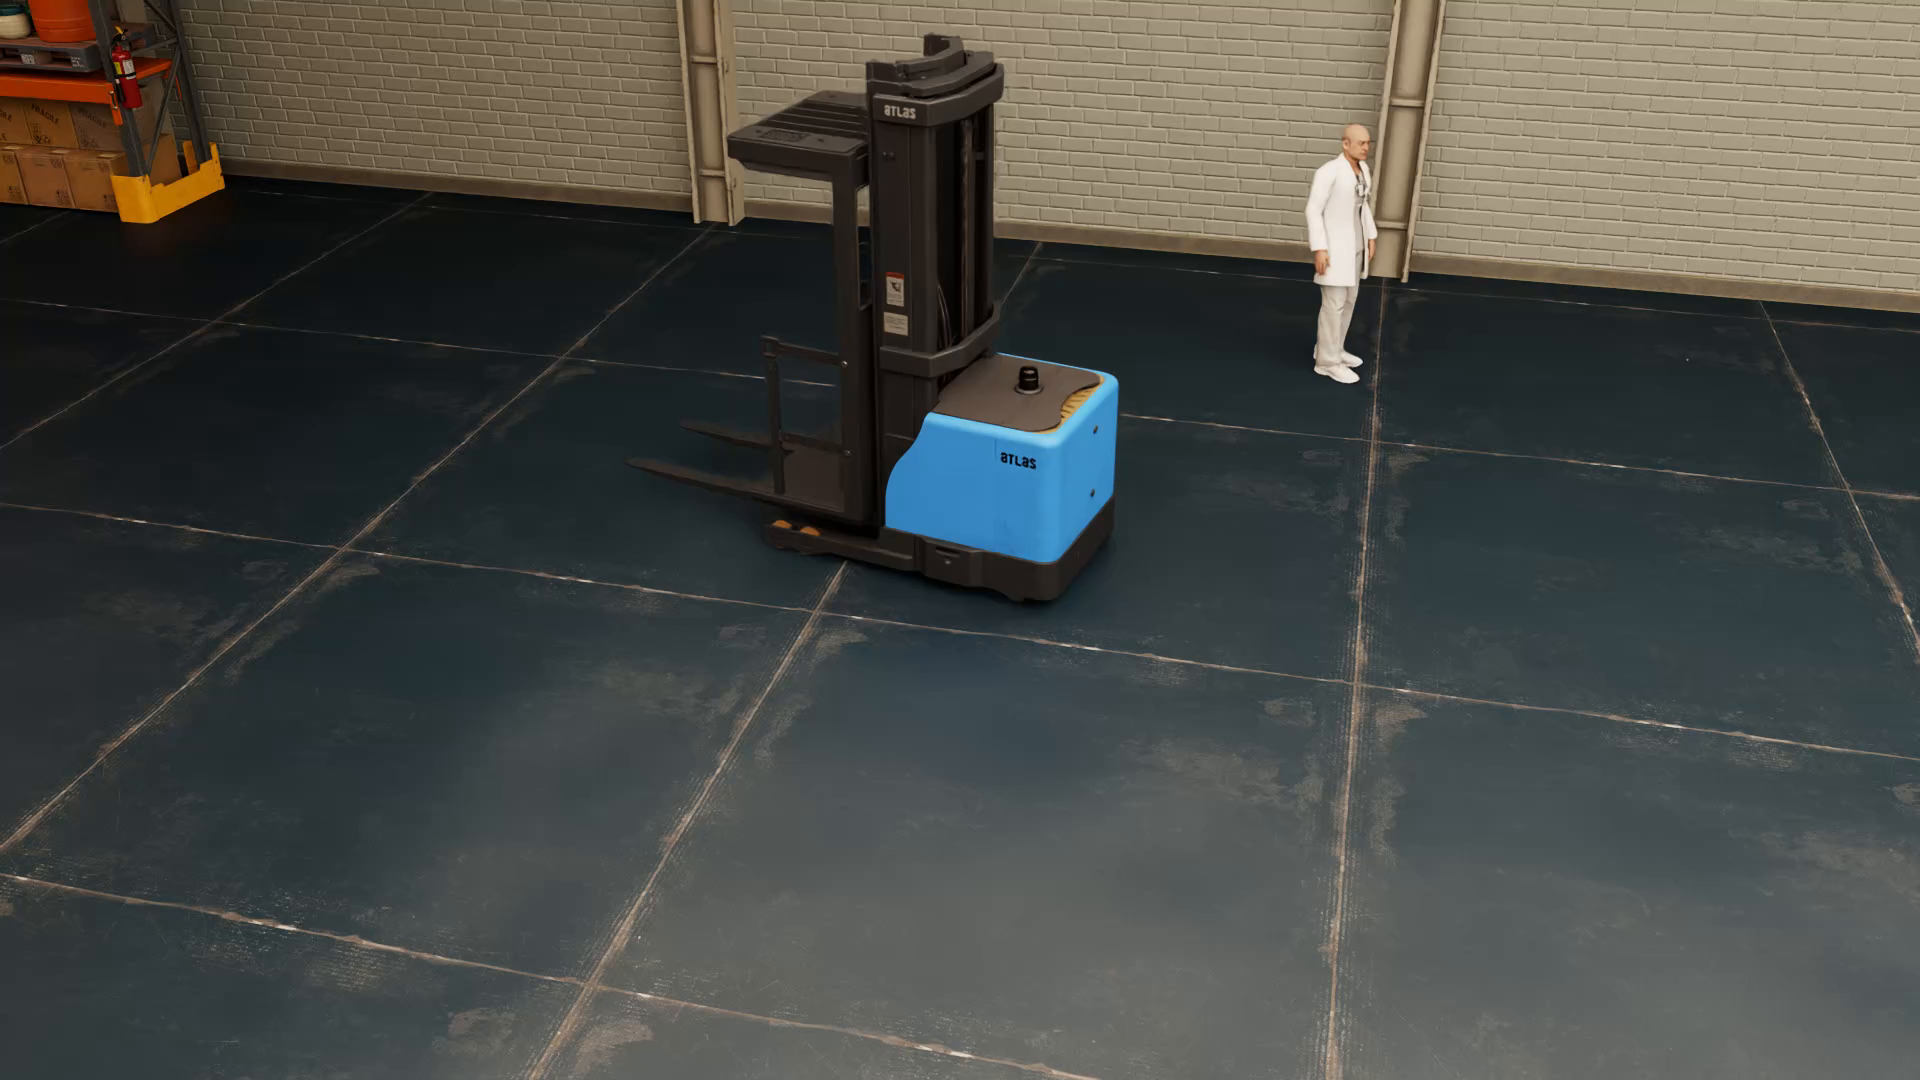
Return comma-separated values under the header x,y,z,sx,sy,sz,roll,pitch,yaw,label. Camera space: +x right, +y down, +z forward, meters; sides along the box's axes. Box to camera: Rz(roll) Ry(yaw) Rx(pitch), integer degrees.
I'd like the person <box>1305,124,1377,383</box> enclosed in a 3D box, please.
x,y,z,sx,sy,sz,roll,pitch,yaw,label
2.843,-2.076,12.001,0.571,1.782,0.730,25,38,37,person

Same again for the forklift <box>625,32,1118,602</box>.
x,y,z,sx,sy,sz,roll,pitch,yaw,label
-0.622,-1.405,9.649,3.031,2.935,1.130,13,32,22,forklift
